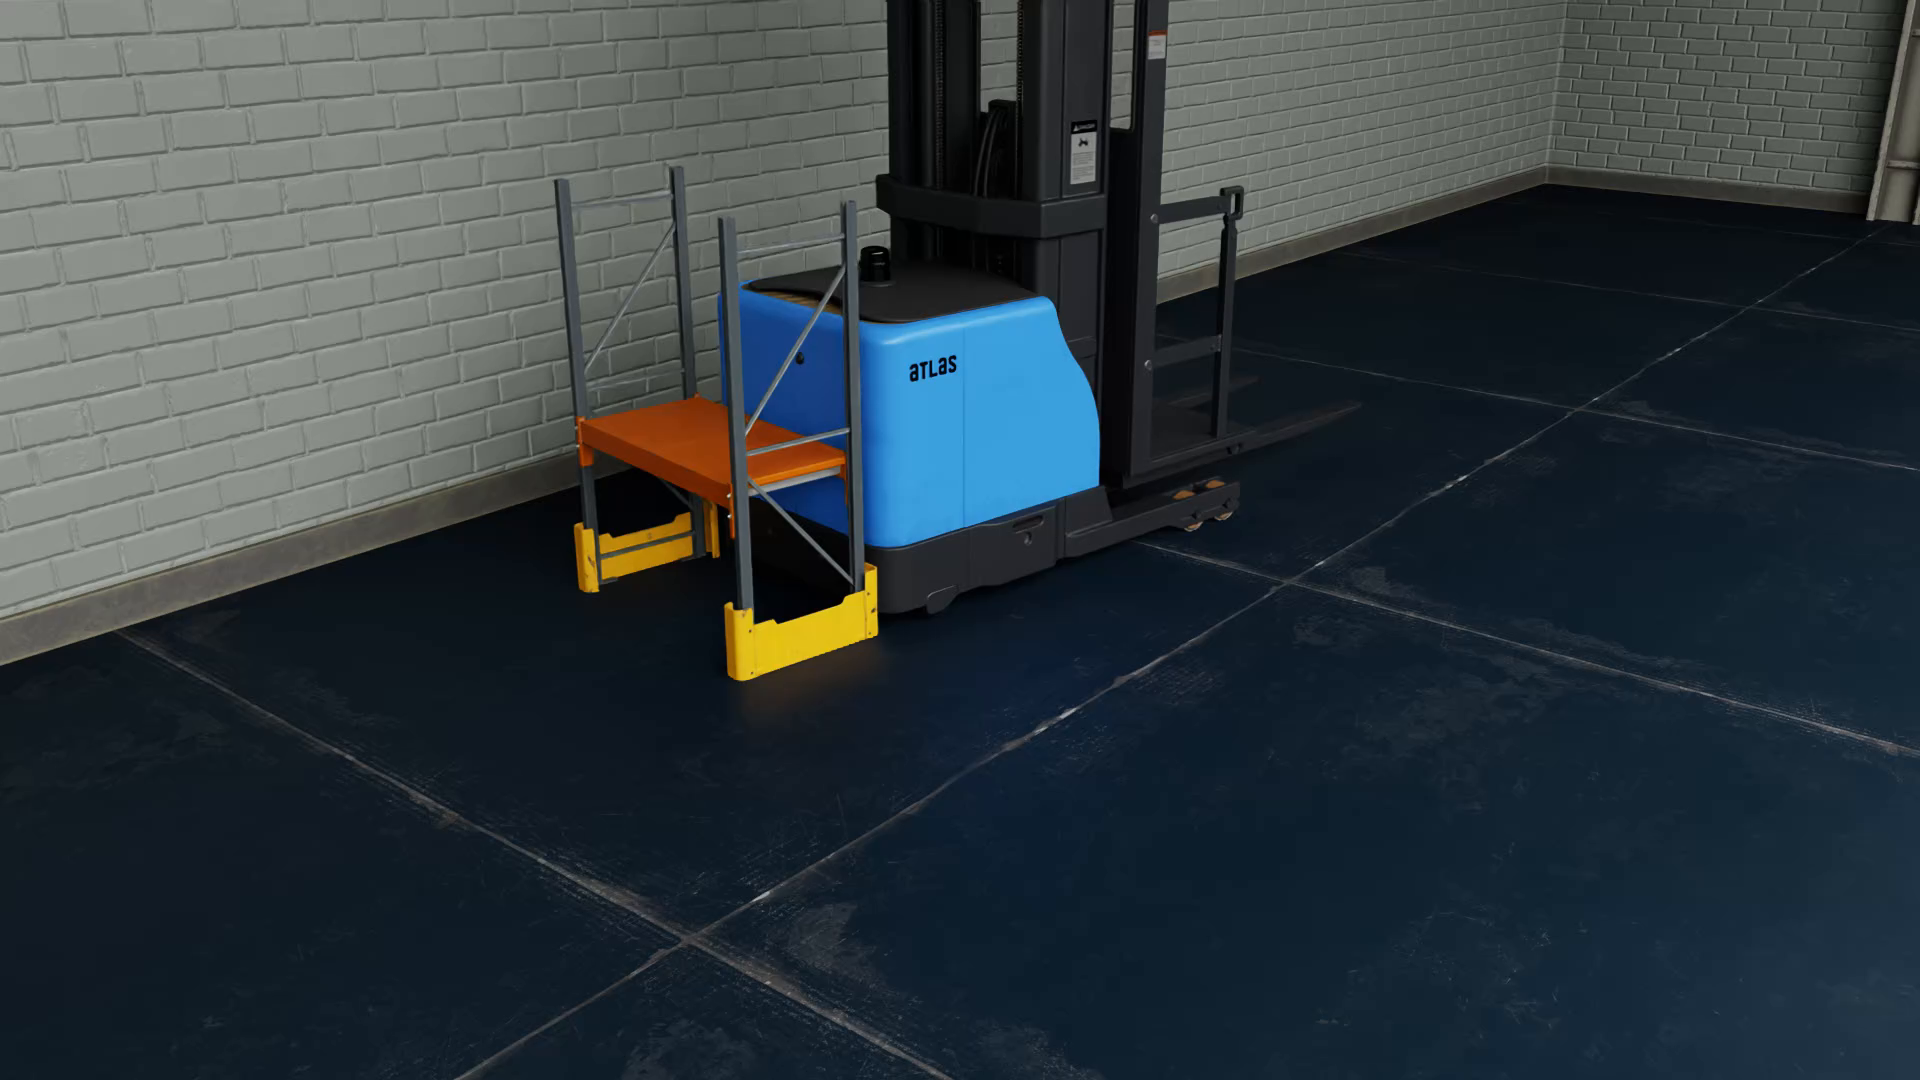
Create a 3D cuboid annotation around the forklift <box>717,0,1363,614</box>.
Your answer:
[{"bbox_3d":[0.524,-1.527,6.563,3.031,2.935,1.130,-18,27,-39],"label":"forklift"}]

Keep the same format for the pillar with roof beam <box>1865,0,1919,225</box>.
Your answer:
[{"bbox_3d":[4.951,-5.658,8.918,0.400,9.000,9.100,16,26,36],"label":"pillar with roof beam"}]

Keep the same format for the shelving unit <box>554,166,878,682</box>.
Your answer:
[{"bbox_3d":[-0.852,-0.447,5.728,0.587,1.500,1.083,-17,27,-38],"label":"shelving unit"}]

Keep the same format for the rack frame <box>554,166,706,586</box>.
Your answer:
[{"bbox_3d":[-1.191,-0.585,6.094,0.500,1.500,0.032,-17,27,-38],"label":"rack frame"}]

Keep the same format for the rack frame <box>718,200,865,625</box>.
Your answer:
[{"bbox_3d":[-0.525,-0.314,5.375,0.500,1.500,0.032,-17,27,-38],"label":"rack frame"}]

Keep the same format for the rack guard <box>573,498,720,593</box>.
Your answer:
[{"bbox_3d":[-1.178,0.005,6.301,0.587,0.250,0.087,-17,27,-38],"label":"rack guard"}]

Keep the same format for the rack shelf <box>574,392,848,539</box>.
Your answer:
[{"bbox_3d":[-0.858,-0.281,5.798,0.538,0.185,1.000,-17,27,-38],"label":"rack shelf"}]

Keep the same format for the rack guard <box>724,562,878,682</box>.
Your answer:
[{"bbox_3d":[-0.526,0.270,5.596,0.587,0.250,0.087,-17,27,-38],"label":"rack guard"}]
